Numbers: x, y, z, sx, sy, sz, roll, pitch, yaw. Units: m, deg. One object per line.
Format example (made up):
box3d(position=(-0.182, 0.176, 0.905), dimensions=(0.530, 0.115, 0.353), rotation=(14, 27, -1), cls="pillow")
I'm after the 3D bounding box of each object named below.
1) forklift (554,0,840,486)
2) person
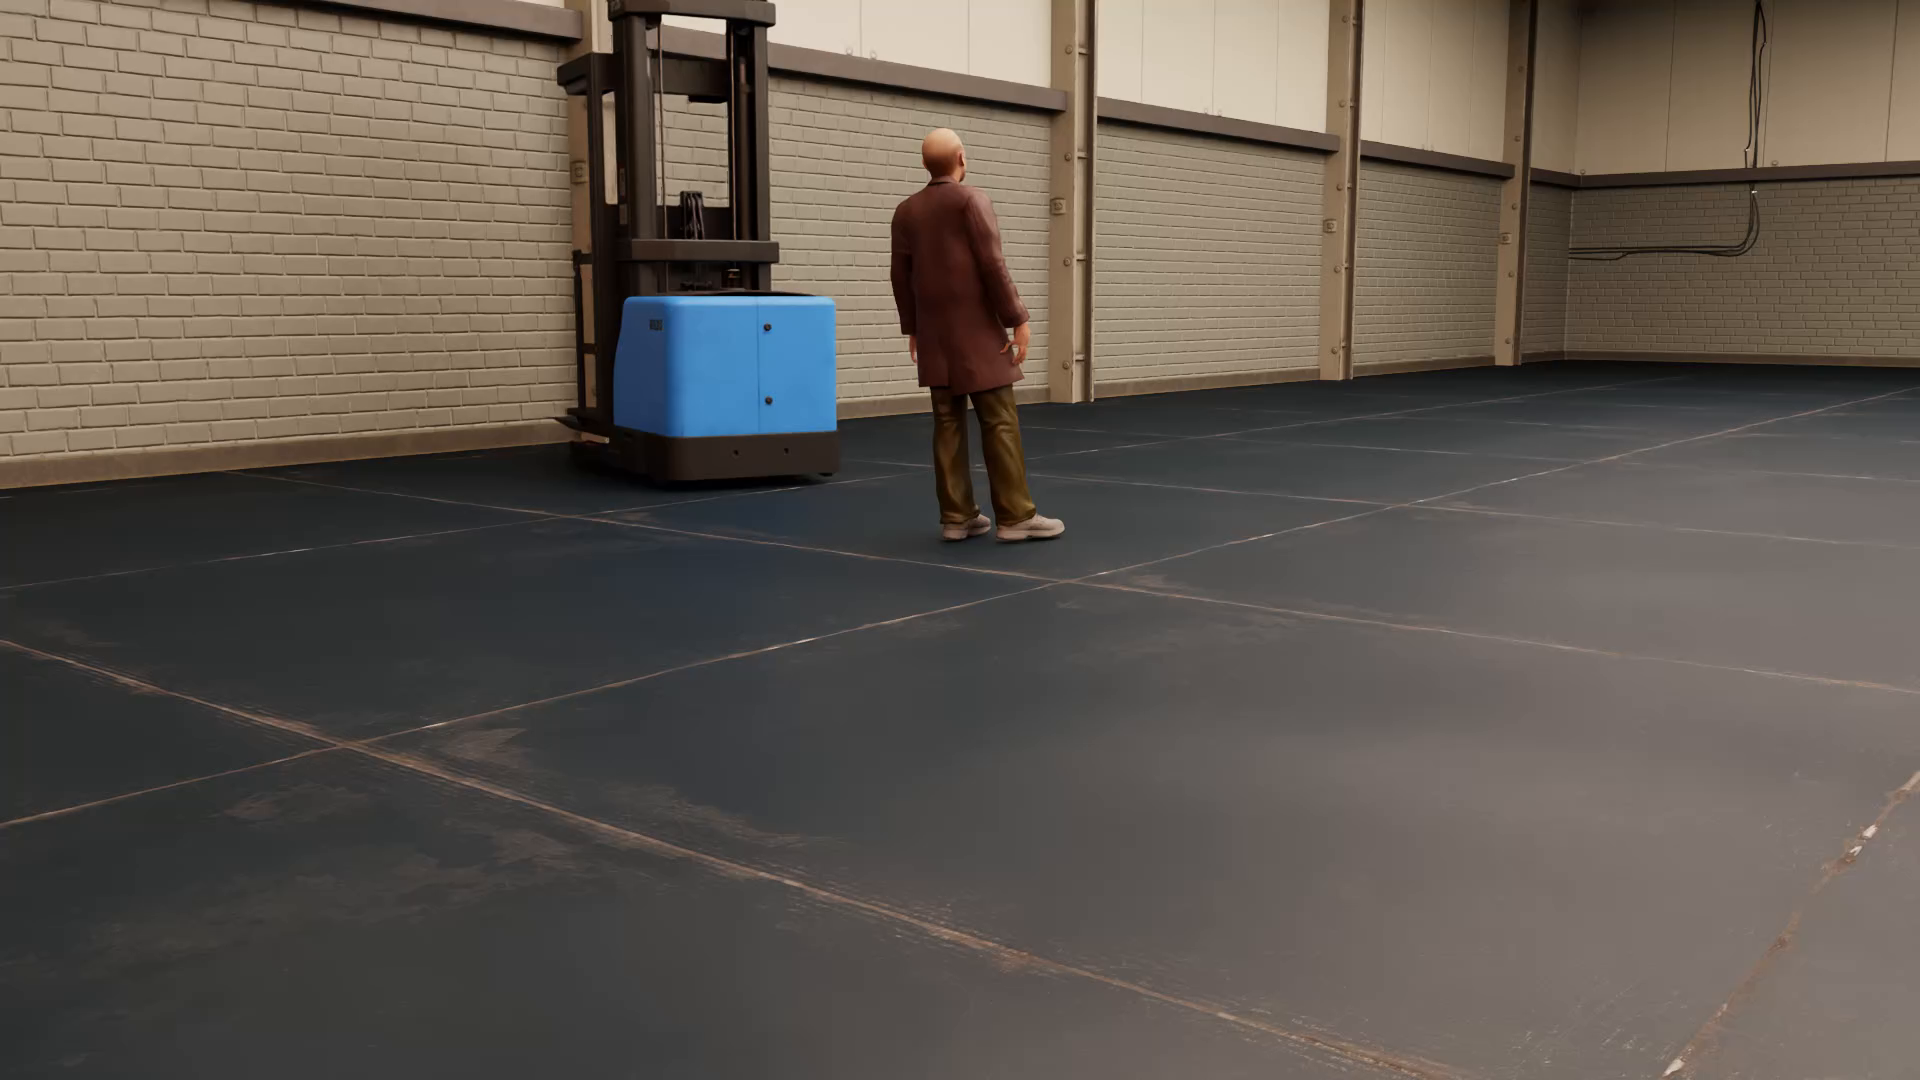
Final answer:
box3d(position=(-1.845, -1.926, 10.440), dimensions=(1.130, 2.935, 3.031), rotation=(-5, 9, -28), cls="forklift")
box3d(position=(0.061, -0.897, 7.344), dimensions=(0.698, 1.777, 0.579), rotation=(7, 11, 38), cls="person")
